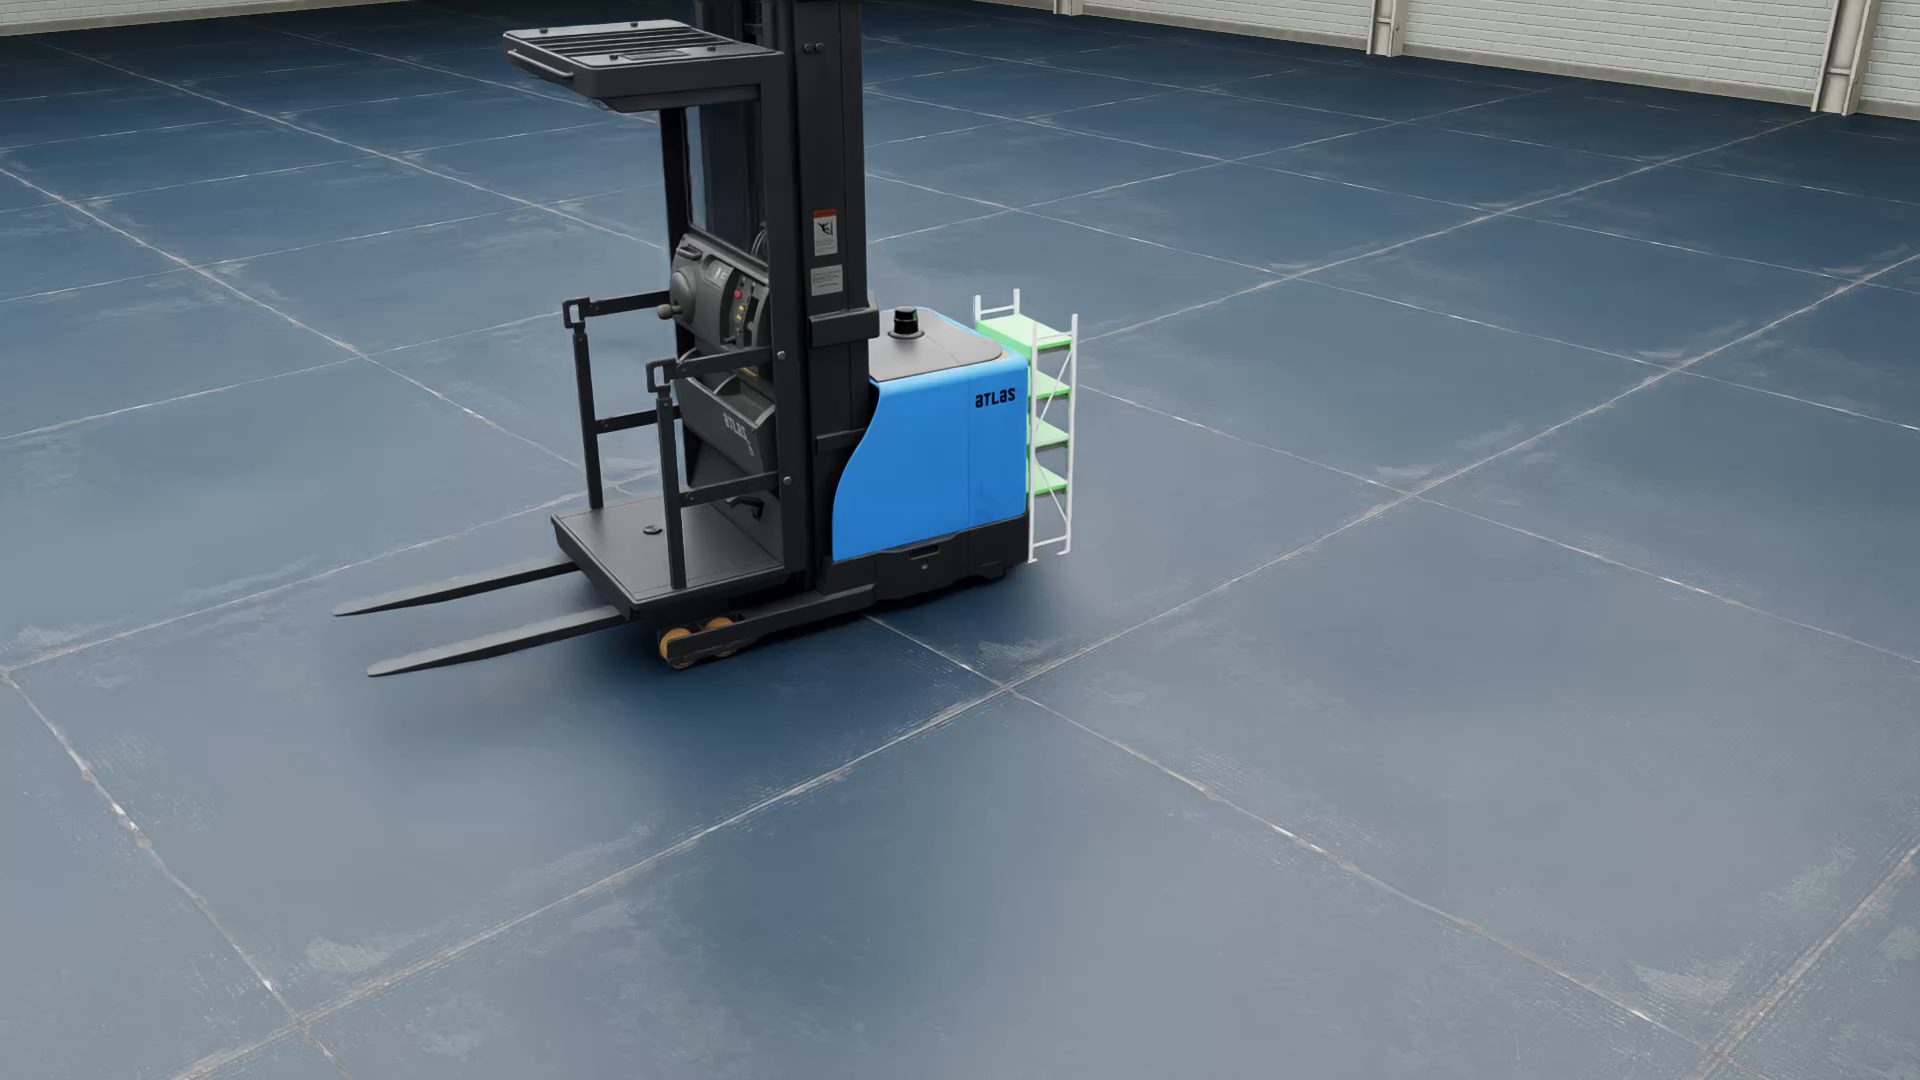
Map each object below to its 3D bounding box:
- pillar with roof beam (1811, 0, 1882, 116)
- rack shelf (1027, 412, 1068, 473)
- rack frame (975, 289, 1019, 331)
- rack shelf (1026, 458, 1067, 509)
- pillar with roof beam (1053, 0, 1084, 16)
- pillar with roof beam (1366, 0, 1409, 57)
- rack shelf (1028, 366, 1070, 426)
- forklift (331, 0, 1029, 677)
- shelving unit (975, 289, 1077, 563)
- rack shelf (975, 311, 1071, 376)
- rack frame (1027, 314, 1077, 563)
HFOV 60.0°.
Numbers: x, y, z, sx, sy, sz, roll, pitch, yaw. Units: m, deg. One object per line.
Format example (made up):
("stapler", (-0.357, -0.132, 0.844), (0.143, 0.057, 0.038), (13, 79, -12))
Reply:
("pillar with roof beam", (6.818, -7.757, 14.412), (9.100, 9.000, 0.400), (-21, 32, -38))
("rack shelf", (0.305, -0.492, 8.036), (0.258, 0.148, 0.480), (-14, 28, -28))
("rack frame", (0.179, -0.636, 8.199), (0.240, 1.200, 0.015), (-14, 28, -28))
("rack shelf", (0.305, -0.273, 8.135), (0.258, 0.148, 0.480), (-14, 28, -28))
("pillar with roof beam", (-1.384, -11.393, 22.381), (9.100, 9.000, 0.400), (-21, 32, -38))
("pillar with roof beam", (2.717, -9.575, 18.396), (9.100, 9.000, 0.400), (-21, 32, -38))
("rack shelf", (0.305, -0.710, 7.936), (0.258, 0.148, 0.480), (-14, 28, -28))
("forklift", (-1.204, -1.039, 6.997), (3.031, 2.935, 1.130), (-14, 28, -28))
("shelving unit", (0.305, -0.550, 8.009), (0.258, 1.200, 0.503), (-14, 28, -28))
("rack shelf", (0.305, -0.928, 7.837), (0.258, 0.148, 0.480), (-14, 28, -28))
("rack frame", (0.431, -0.463, 7.819), (0.240, 1.200, 0.015), (-14, 28, -28))
